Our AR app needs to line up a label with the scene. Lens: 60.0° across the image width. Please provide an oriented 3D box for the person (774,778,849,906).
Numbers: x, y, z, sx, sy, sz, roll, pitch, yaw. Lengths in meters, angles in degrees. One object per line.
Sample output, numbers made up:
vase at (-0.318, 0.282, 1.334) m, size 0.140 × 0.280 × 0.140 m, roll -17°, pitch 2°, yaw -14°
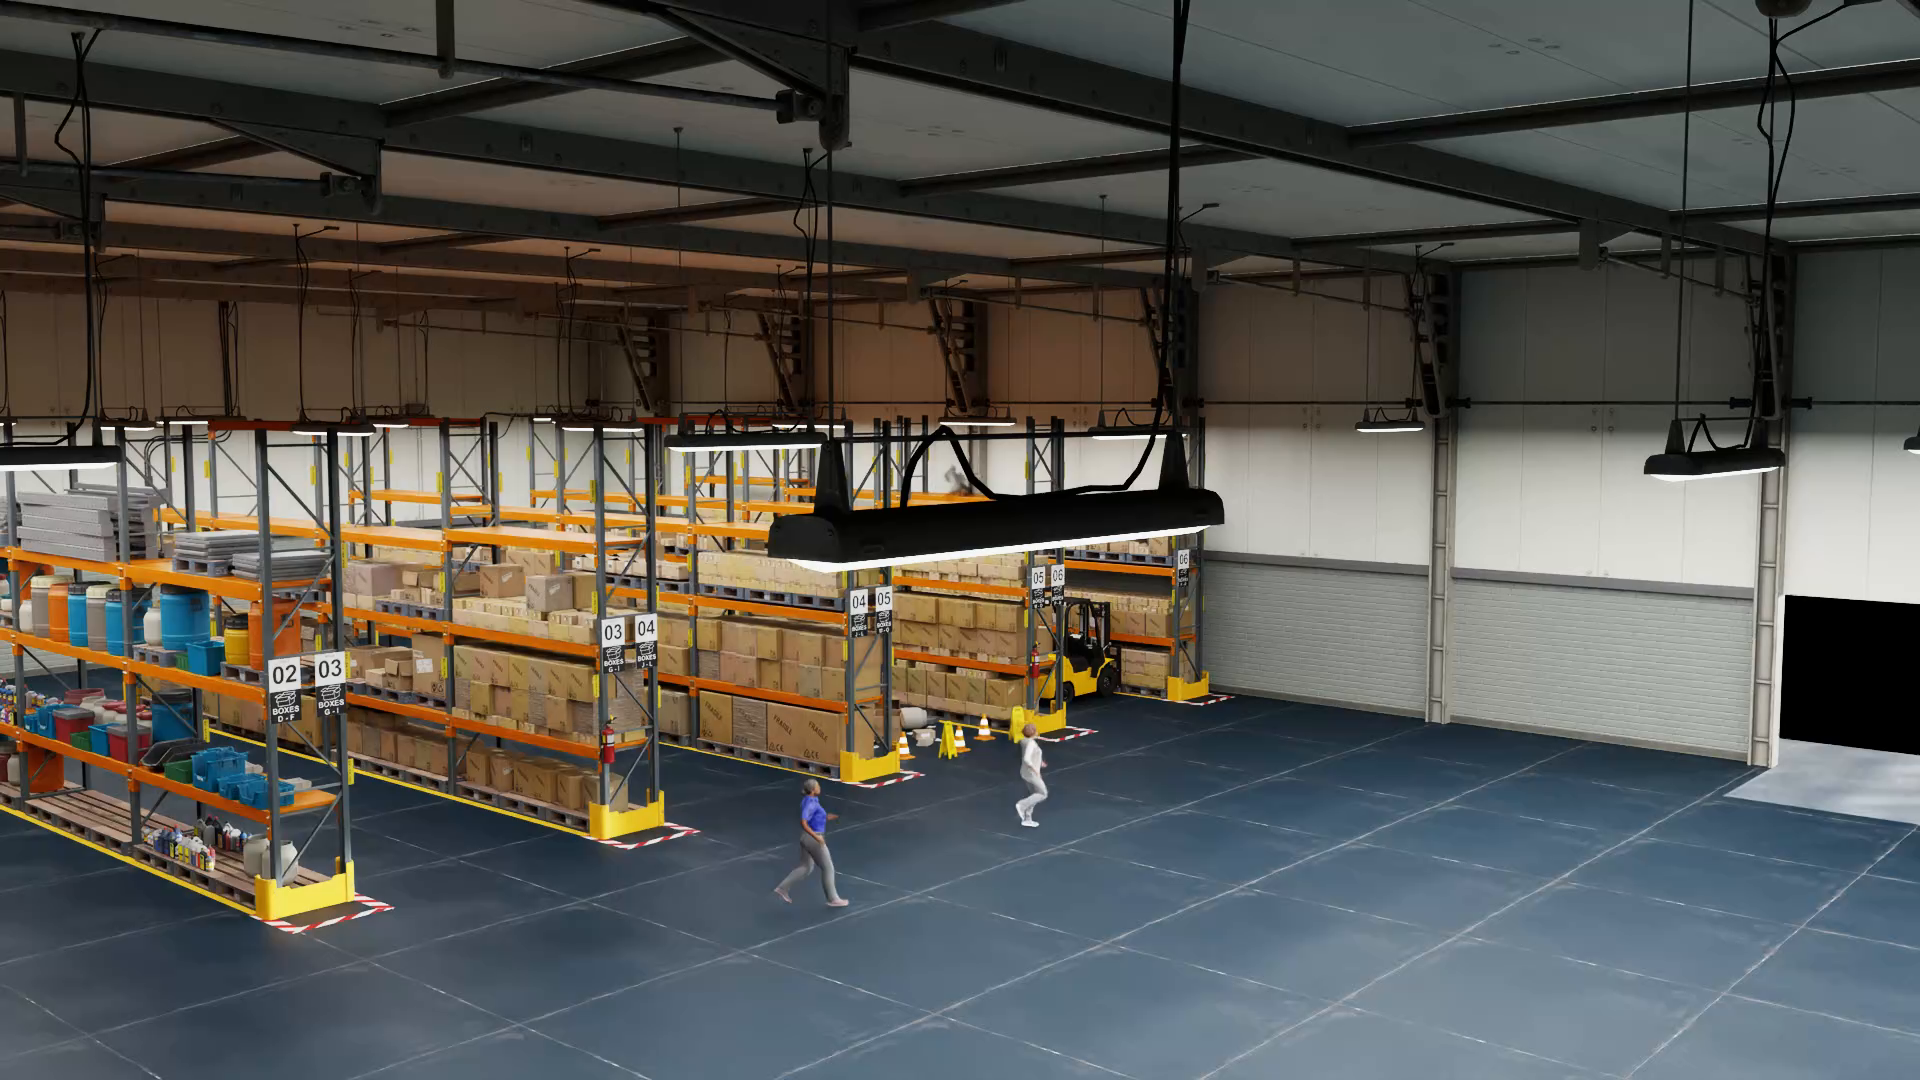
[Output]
person at (-1.834, 3.771, 20.681) m, size 0.916 × 1.635 × 0.580 m, roll -2°, pitch 5°, yaw -24°

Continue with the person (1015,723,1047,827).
person at (1.062, 3.504, 24.784) m, size 0.545 × 1.559 × 0.535 m, roll -1°, pitch 5°, yaw -17°
